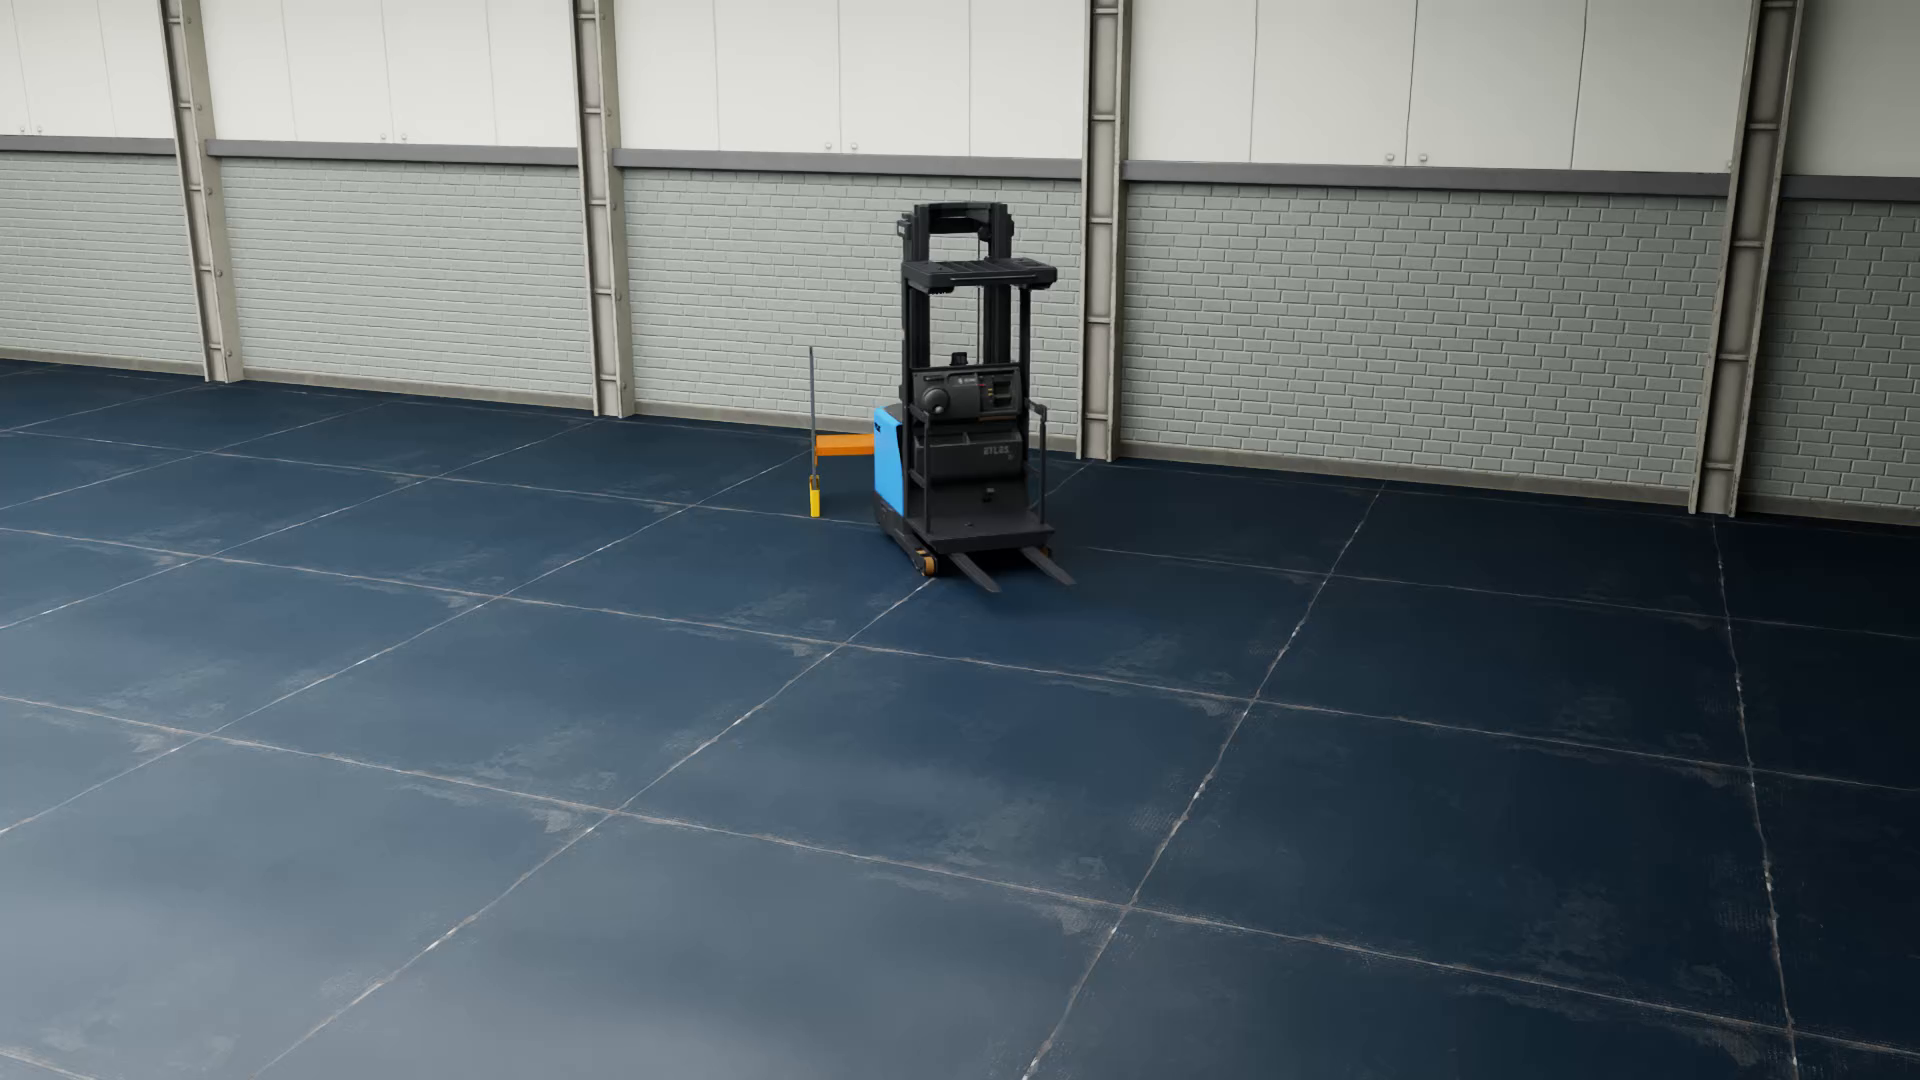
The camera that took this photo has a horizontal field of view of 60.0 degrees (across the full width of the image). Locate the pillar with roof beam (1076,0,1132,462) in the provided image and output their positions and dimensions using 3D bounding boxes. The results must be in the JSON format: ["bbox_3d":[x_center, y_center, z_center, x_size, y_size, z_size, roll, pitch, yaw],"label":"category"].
[{"bbox_3d":[-0.110,-4.088,12.616,0.400,9.000,9.100,6,17,21],"label":"pillar with roof beam"}]

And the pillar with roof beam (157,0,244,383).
[{"bbox_3d":[-11.273,-5.316,16.844,0.400,9.000,9.100,6,17,21],"label":"pillar with roof beam"}]

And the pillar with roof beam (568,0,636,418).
[{"bbox_3d":[-5.691,-4.702,14.730,0.400,9.000,9.100,6,17,21],"label":"pillar with roof beam"}]

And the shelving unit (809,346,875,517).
[{"bbox_3d":[-0.870,-1.031,15.535,1.083,1.500,0.587,-2,16,-5],"label":"shelving unit"}]

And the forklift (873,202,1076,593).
[{"bbox_3d":[0.129,-1.231,13.657,1.130,2.935,3.031,-5,17,-16],"label":"forklift"}]

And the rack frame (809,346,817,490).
[{"bbox_3d":[-1.367,-1.017,15.488,0.032,1.500,0.500,-2,16,-5],"label":"rack frame"}]

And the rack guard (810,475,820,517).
[{"bbox_3d":[-1.366,-0.417,15.662,0.087,0.250,0.587,-2,16,-5],"label":"rack guard"}]

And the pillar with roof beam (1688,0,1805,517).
[{"bbox_3d":[5.472,-3.475,10.502,0.400,9.000,9.100,6,17,21],"label":"pillar with roof beam"}]

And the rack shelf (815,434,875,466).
[{"bbox_3d":[-0.861,-0.859,15.586,1.000,0.185,0.538,-2,16,-5],"label":"rack shelf"}]
